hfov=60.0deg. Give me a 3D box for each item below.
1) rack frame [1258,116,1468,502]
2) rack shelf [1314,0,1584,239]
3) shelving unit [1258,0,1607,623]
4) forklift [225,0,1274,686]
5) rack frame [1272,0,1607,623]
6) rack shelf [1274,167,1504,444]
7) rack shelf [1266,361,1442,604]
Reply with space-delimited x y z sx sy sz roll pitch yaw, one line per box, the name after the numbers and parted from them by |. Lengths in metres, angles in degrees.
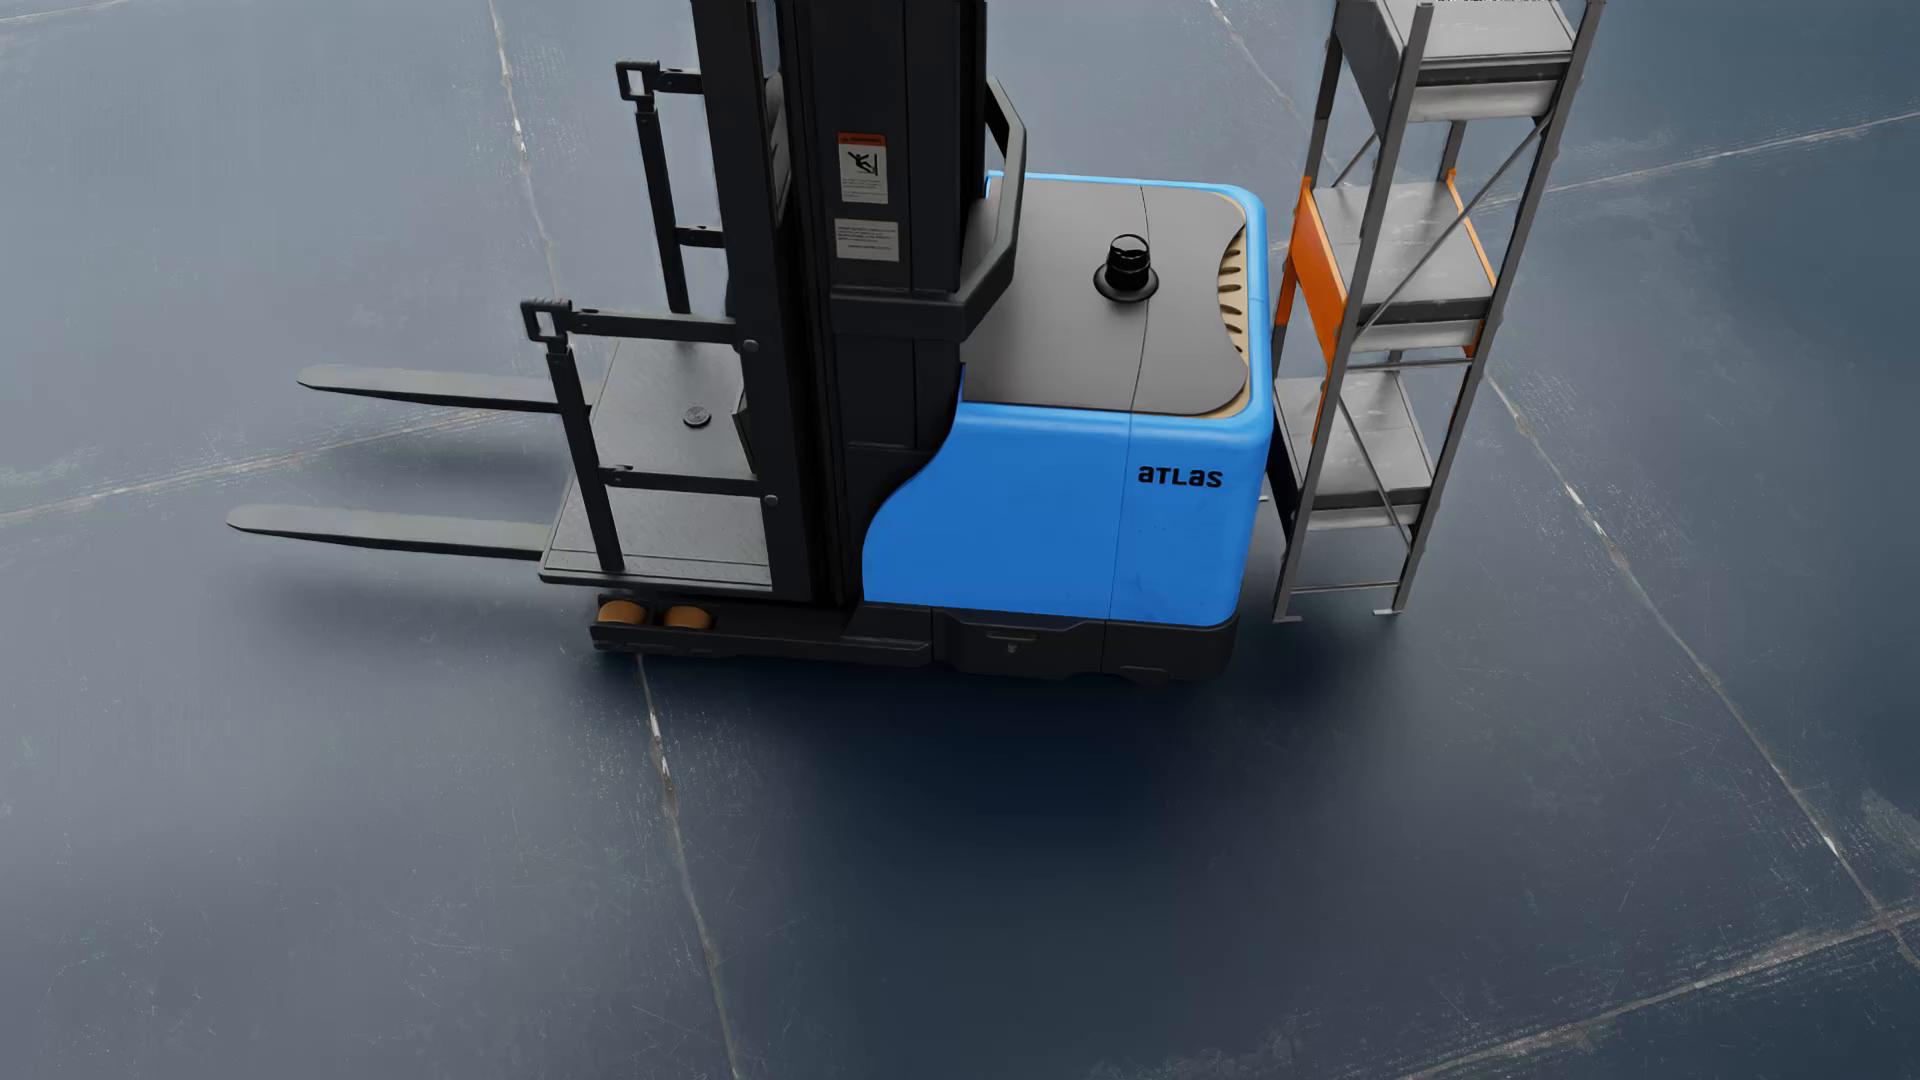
1.103 -0.815 4.563 0.400 2.100 0.015 -4 50 -3 | rack frame
1.124 -1.071 3.882 0.431 0.518 0.480 -4 50 -3 | rack shelf
1.124 -0.629 4.407 0.431 2.100 0.503 -4 50 -3 | shelving unit
-0.673 -0.994 4.171 3.031 2.935 1.130 4 50 4 | forklift
1.146 -0.443 4.250 0.400 2.100 0.015 -4 50 -3 | rack frame
1.124 -0.620 4.417 0.431 0.518 0.480 -4 50 -3 | rack shelf
1.124 -0.169 4.952 0.431 0.518 0.480 -4 50 -3 | rack shelf
